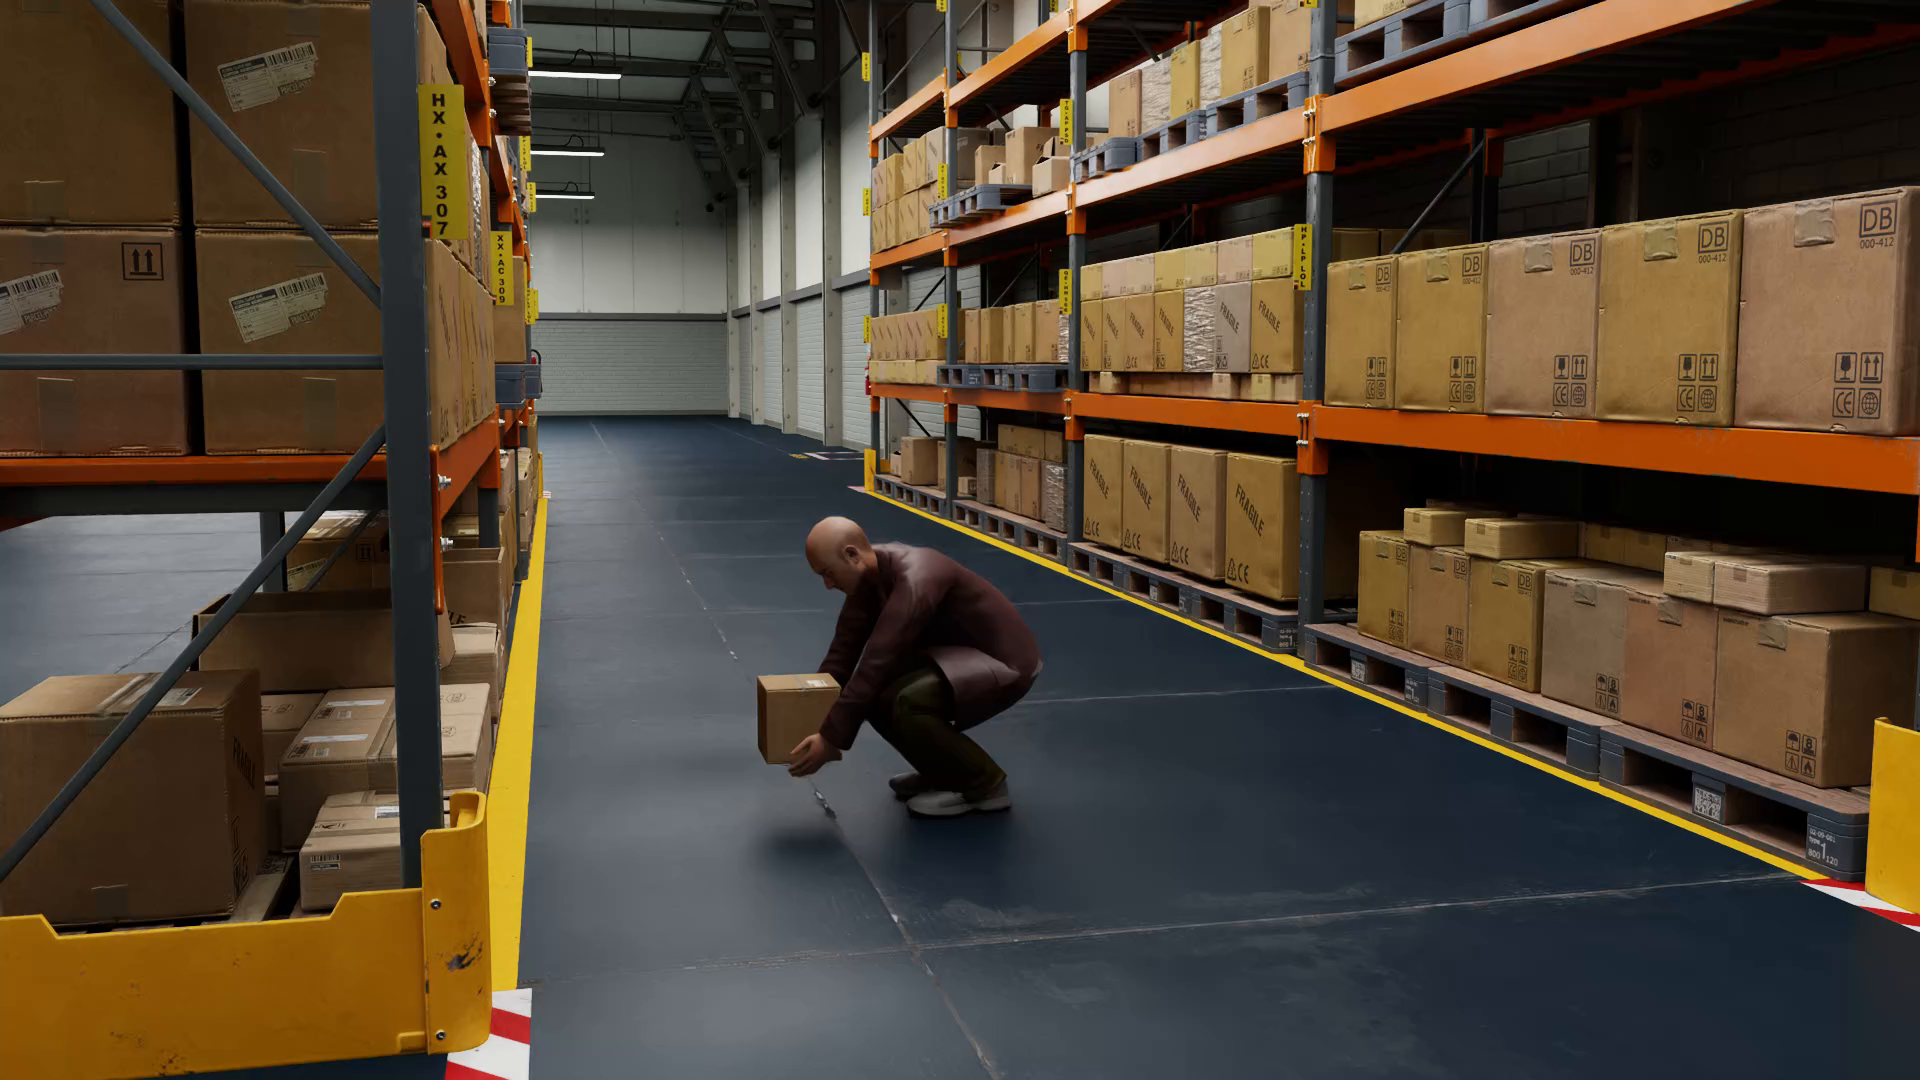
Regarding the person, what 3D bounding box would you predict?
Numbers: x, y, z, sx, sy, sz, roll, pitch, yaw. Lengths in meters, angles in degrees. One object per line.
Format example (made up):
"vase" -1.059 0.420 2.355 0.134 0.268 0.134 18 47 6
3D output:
"person" -0.162 0.413 5.637 0.918 1.010 0.611 -1 6 -14
